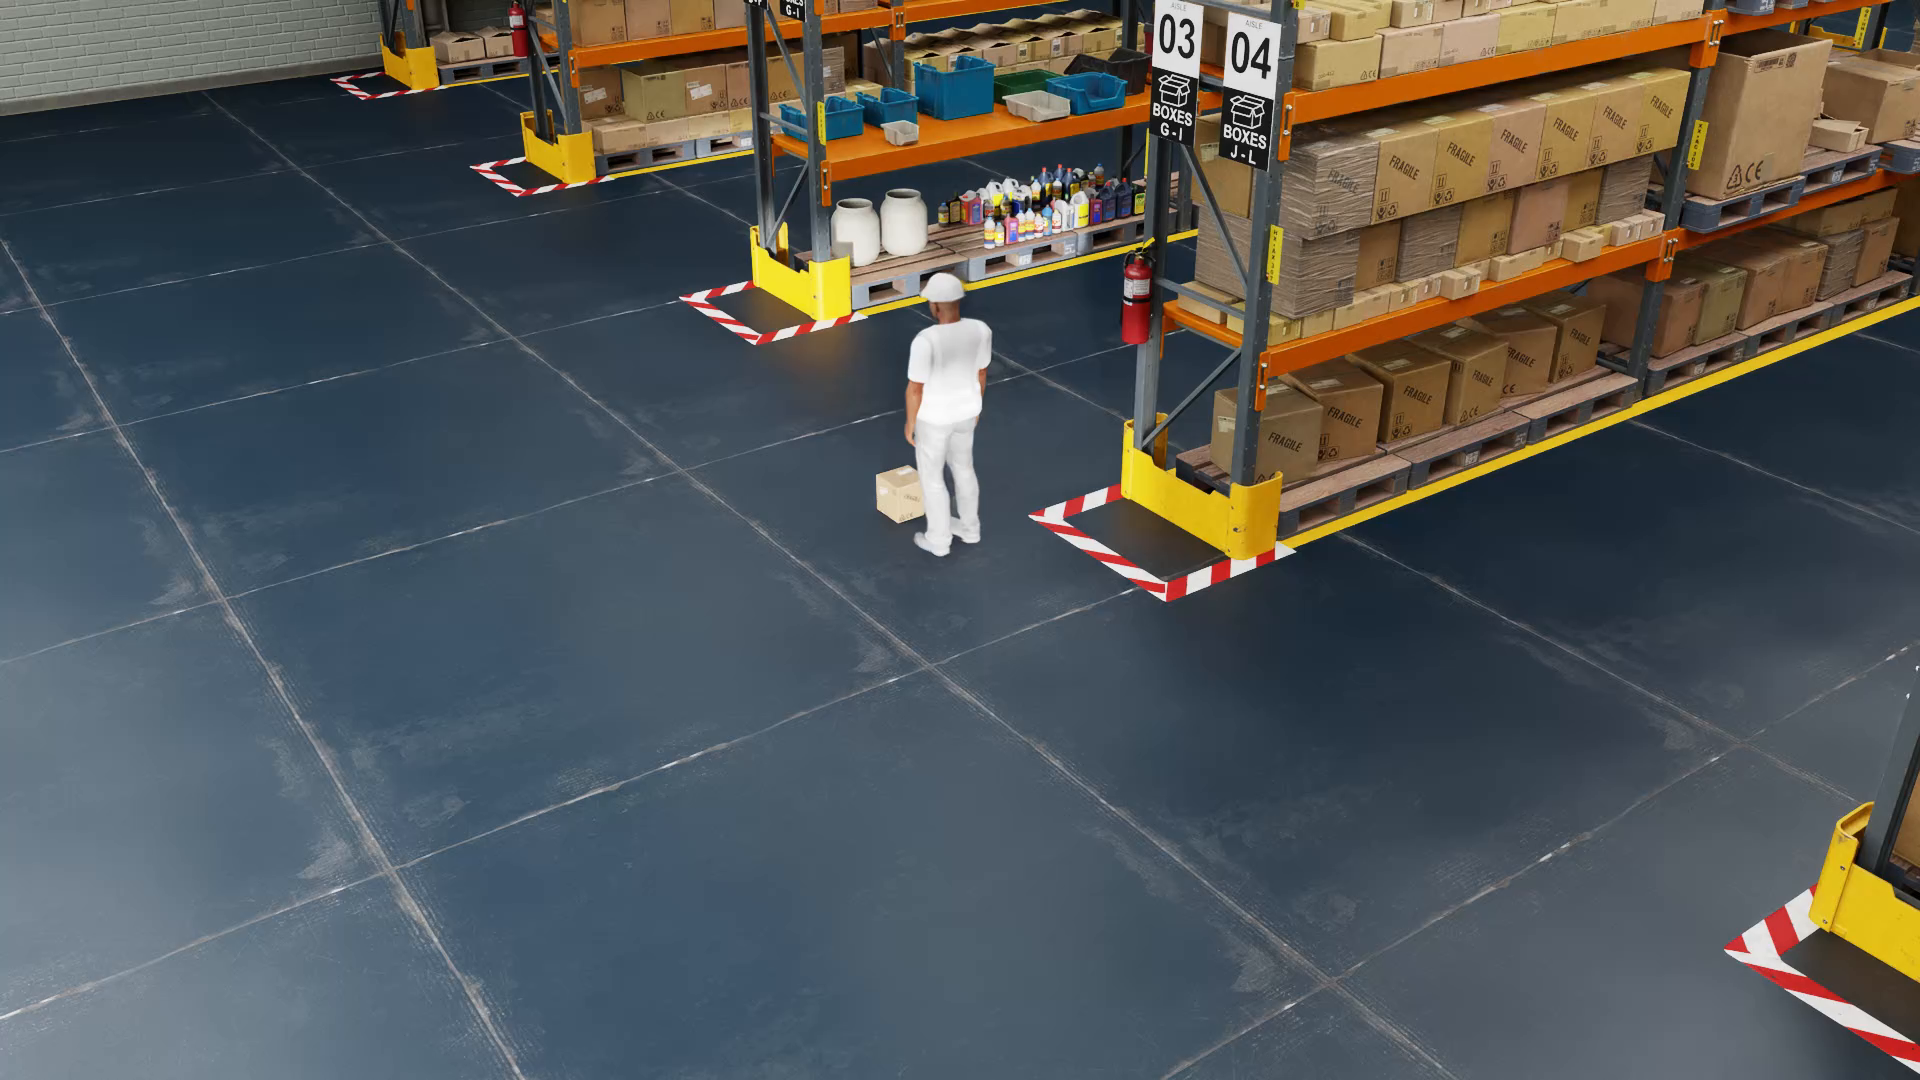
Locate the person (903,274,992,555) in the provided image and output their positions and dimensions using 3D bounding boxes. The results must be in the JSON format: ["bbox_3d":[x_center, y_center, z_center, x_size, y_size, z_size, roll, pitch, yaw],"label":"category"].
[{"bbox_3d":[-0.088,-0.757,10.009,0.567,1.771,0.368,-18,33,-30],"label":"person"}]
